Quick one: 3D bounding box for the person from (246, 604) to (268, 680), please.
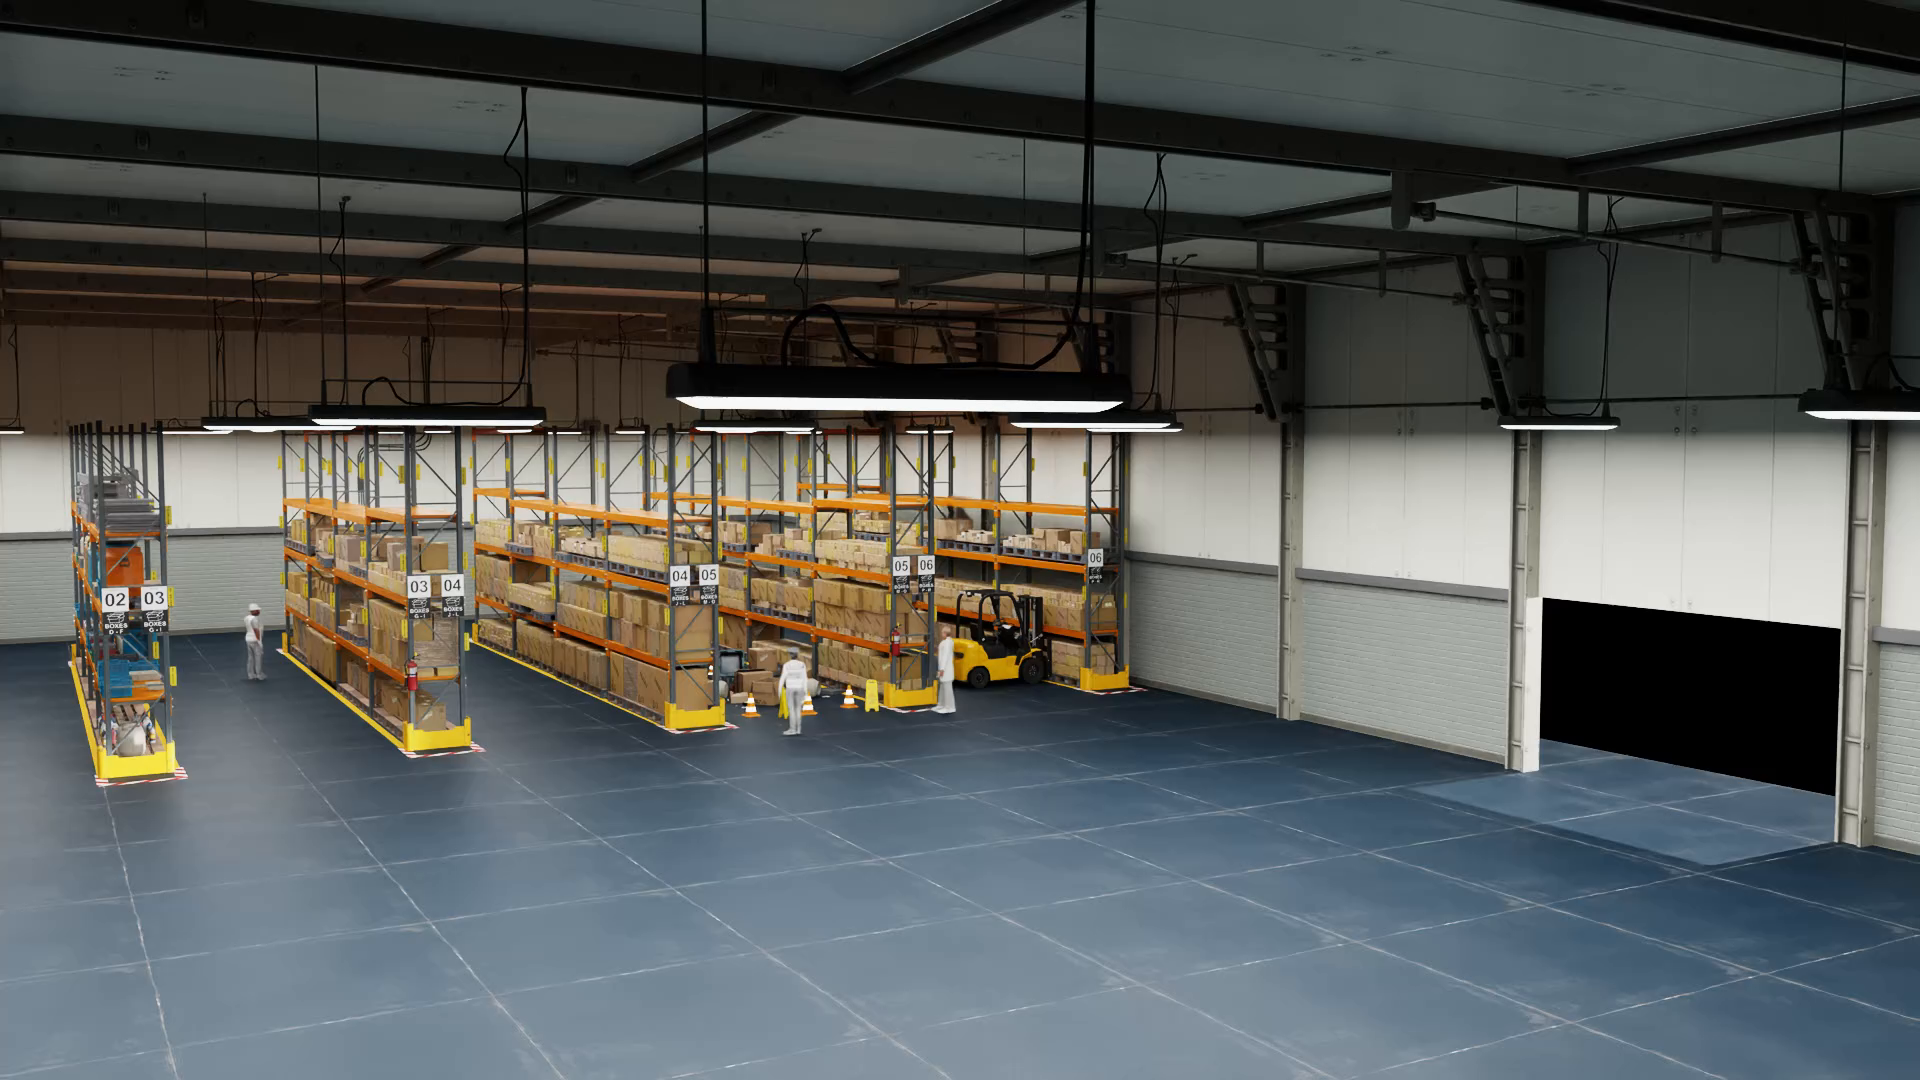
[{"bbox_3d":[-16.601,2.392,39.258,0.626,1.788,0.437,3,5,44],"label":"person"}]

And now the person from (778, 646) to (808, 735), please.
[{"bbox_3d":[-3.208,2.913,32.001,0.566,1.718,0.389,-1,4,-17],"label":"person"}]

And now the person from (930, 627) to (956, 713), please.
[{"bbox_3d":[-0.355,2.697,34.526,0.533,1.796,0.611,0,4,0],"label":"person"}]
